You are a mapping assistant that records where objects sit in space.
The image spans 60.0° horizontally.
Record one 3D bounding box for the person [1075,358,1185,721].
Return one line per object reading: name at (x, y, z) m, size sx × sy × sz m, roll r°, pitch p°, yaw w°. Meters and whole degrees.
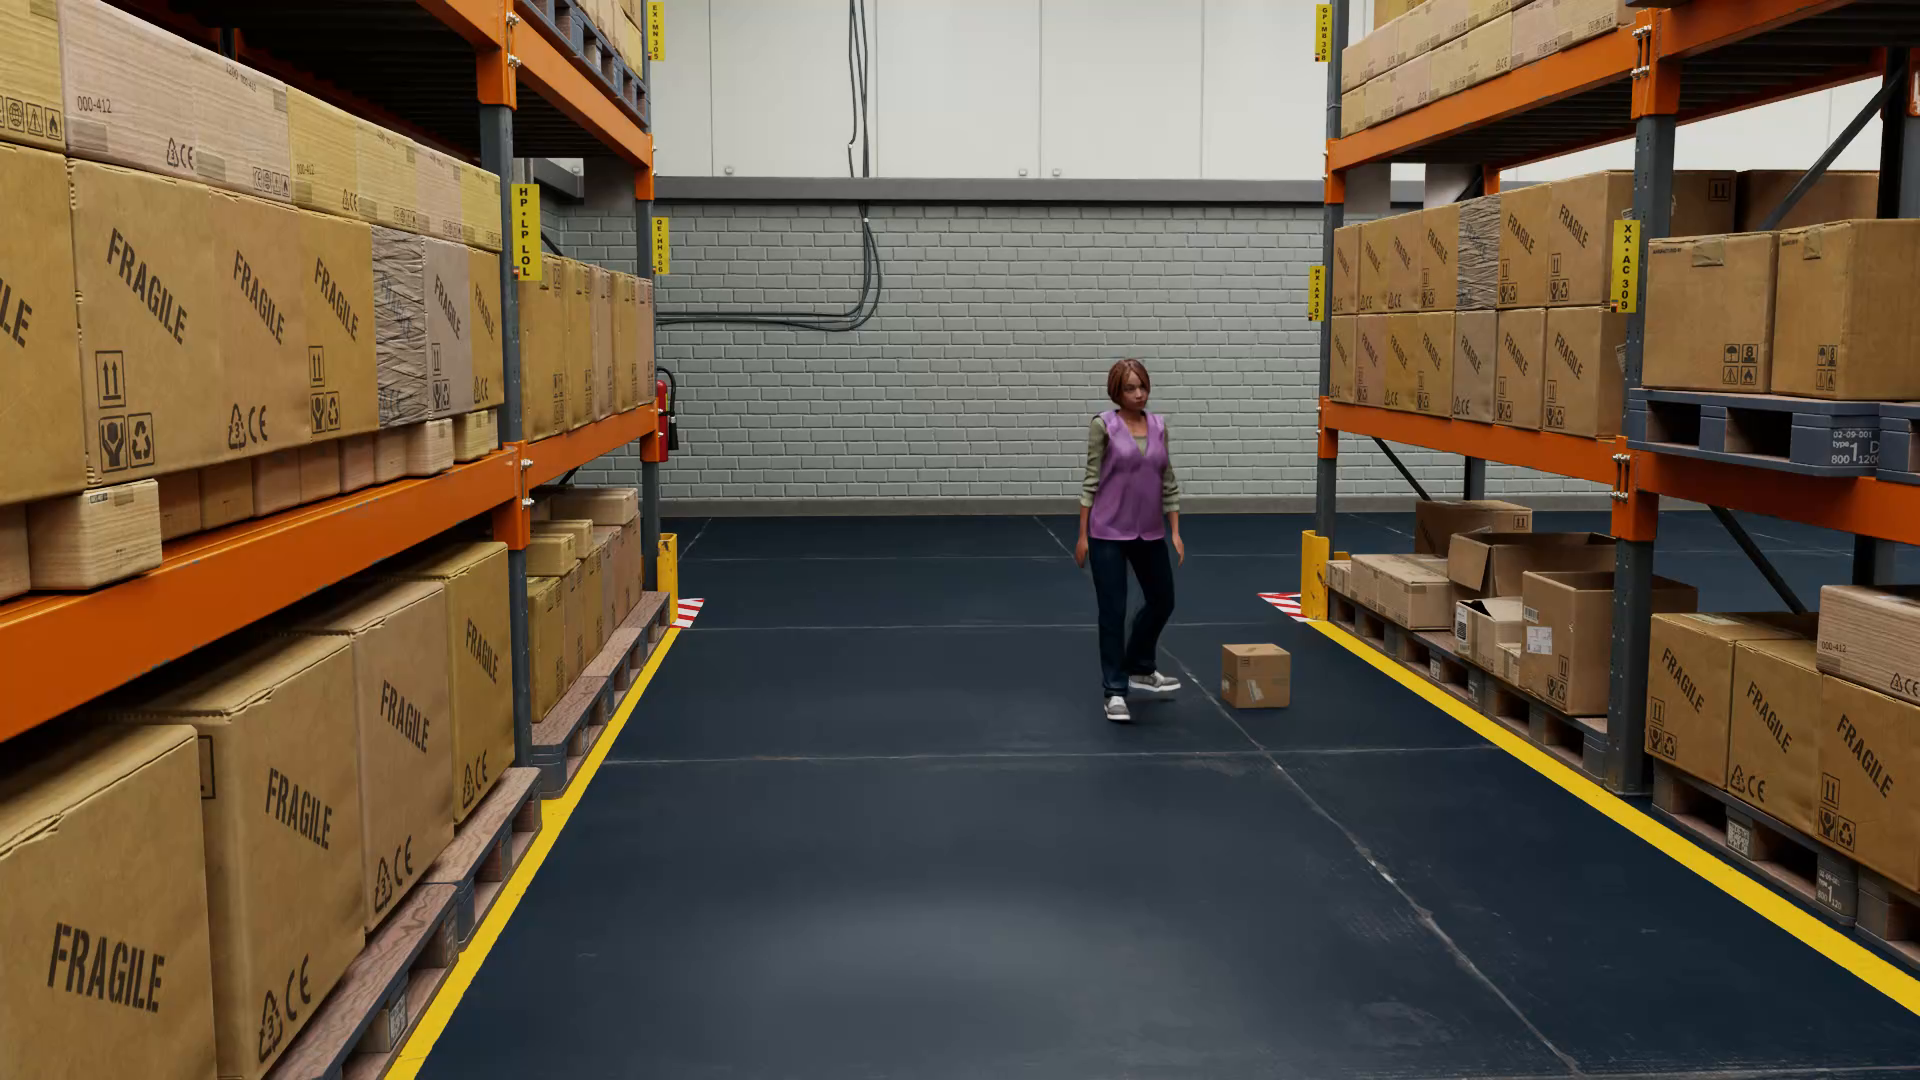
person at (0.798, -0.010, 7.426) m, size 0.602 × 1.576 × 0.467 m, roll -3°, pitch 8°, yaw -25°
